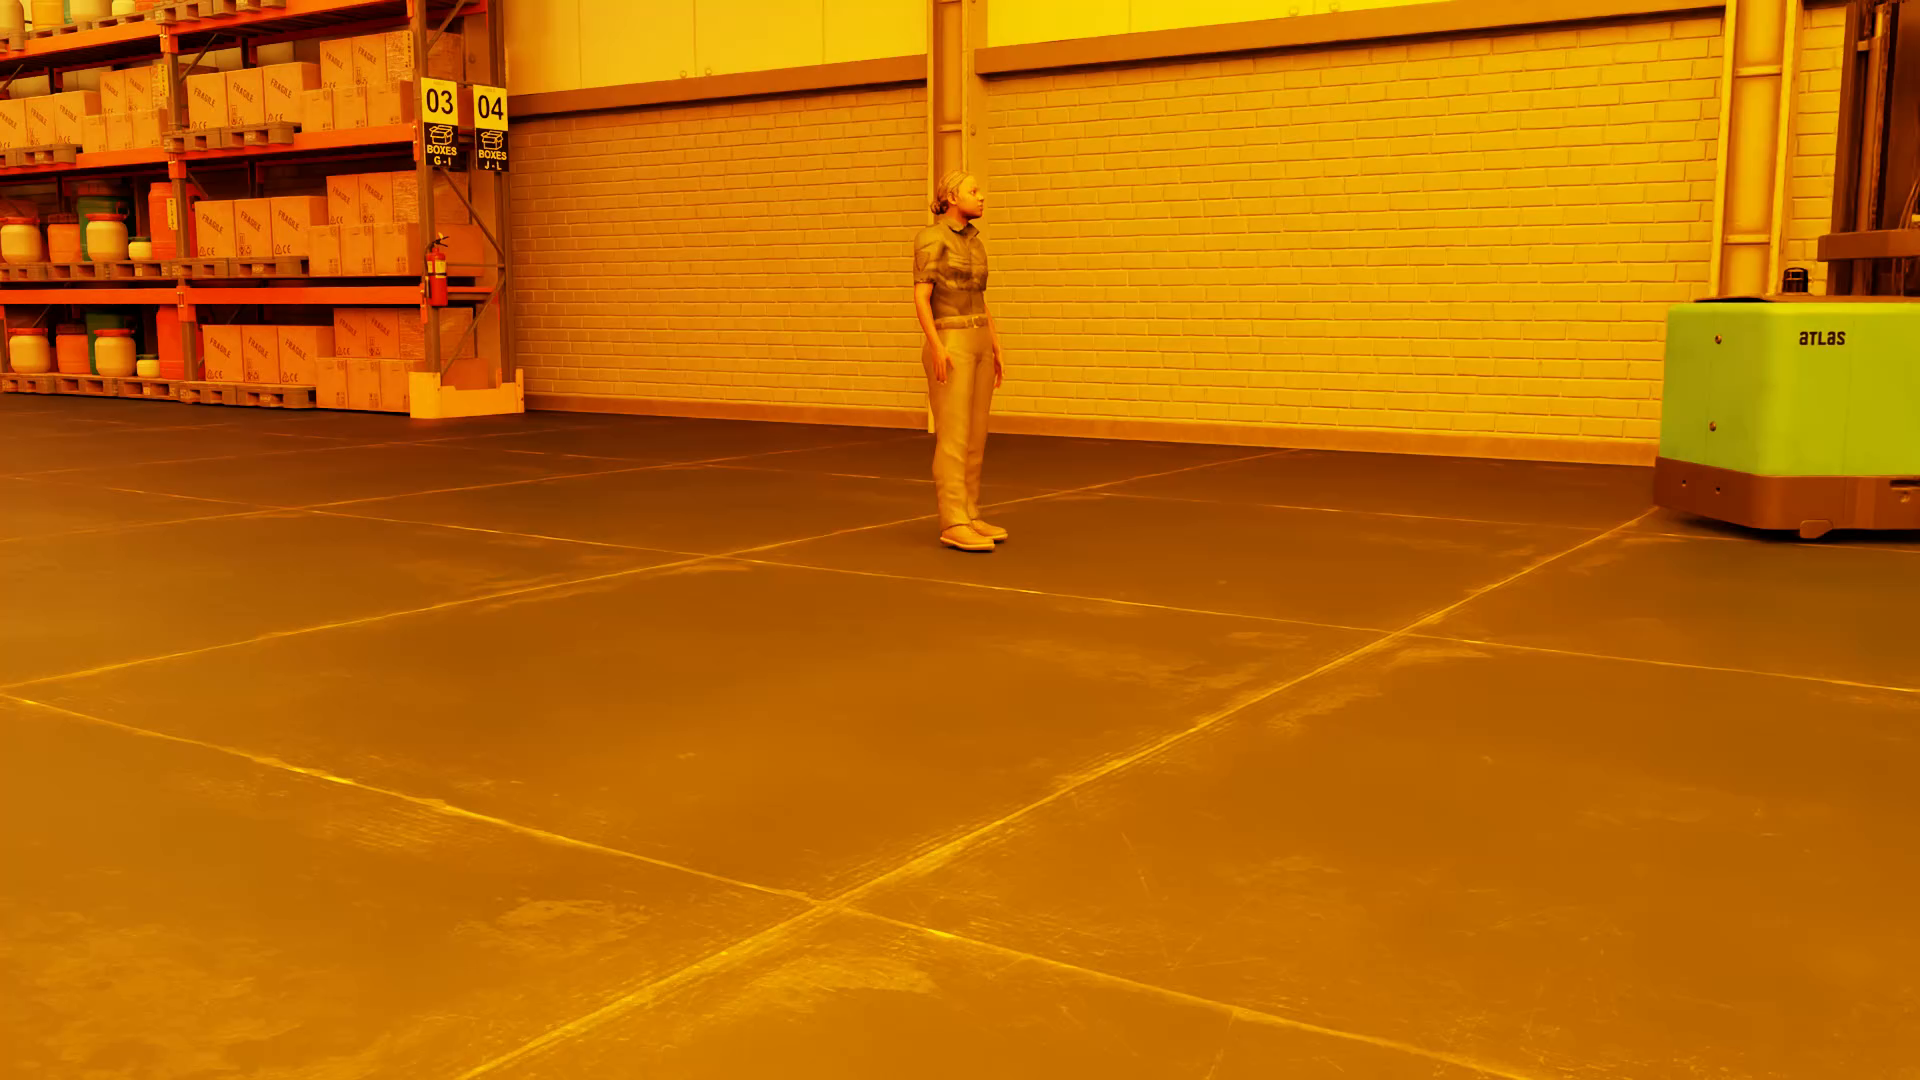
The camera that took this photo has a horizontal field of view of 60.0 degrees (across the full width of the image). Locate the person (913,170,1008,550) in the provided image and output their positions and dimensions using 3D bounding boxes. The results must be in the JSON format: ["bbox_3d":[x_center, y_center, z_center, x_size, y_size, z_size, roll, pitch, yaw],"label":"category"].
[{"bbox_3d":[0.061,-0.817,7.421,0.504,1.654,0.569,5,10,34],"label":"person"}]

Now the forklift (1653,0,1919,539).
[{"bbox_3d":[5.027,-1.515,7.850,3.031,2.935,1.130,-1,8,-5],"label":"forklift"}]
